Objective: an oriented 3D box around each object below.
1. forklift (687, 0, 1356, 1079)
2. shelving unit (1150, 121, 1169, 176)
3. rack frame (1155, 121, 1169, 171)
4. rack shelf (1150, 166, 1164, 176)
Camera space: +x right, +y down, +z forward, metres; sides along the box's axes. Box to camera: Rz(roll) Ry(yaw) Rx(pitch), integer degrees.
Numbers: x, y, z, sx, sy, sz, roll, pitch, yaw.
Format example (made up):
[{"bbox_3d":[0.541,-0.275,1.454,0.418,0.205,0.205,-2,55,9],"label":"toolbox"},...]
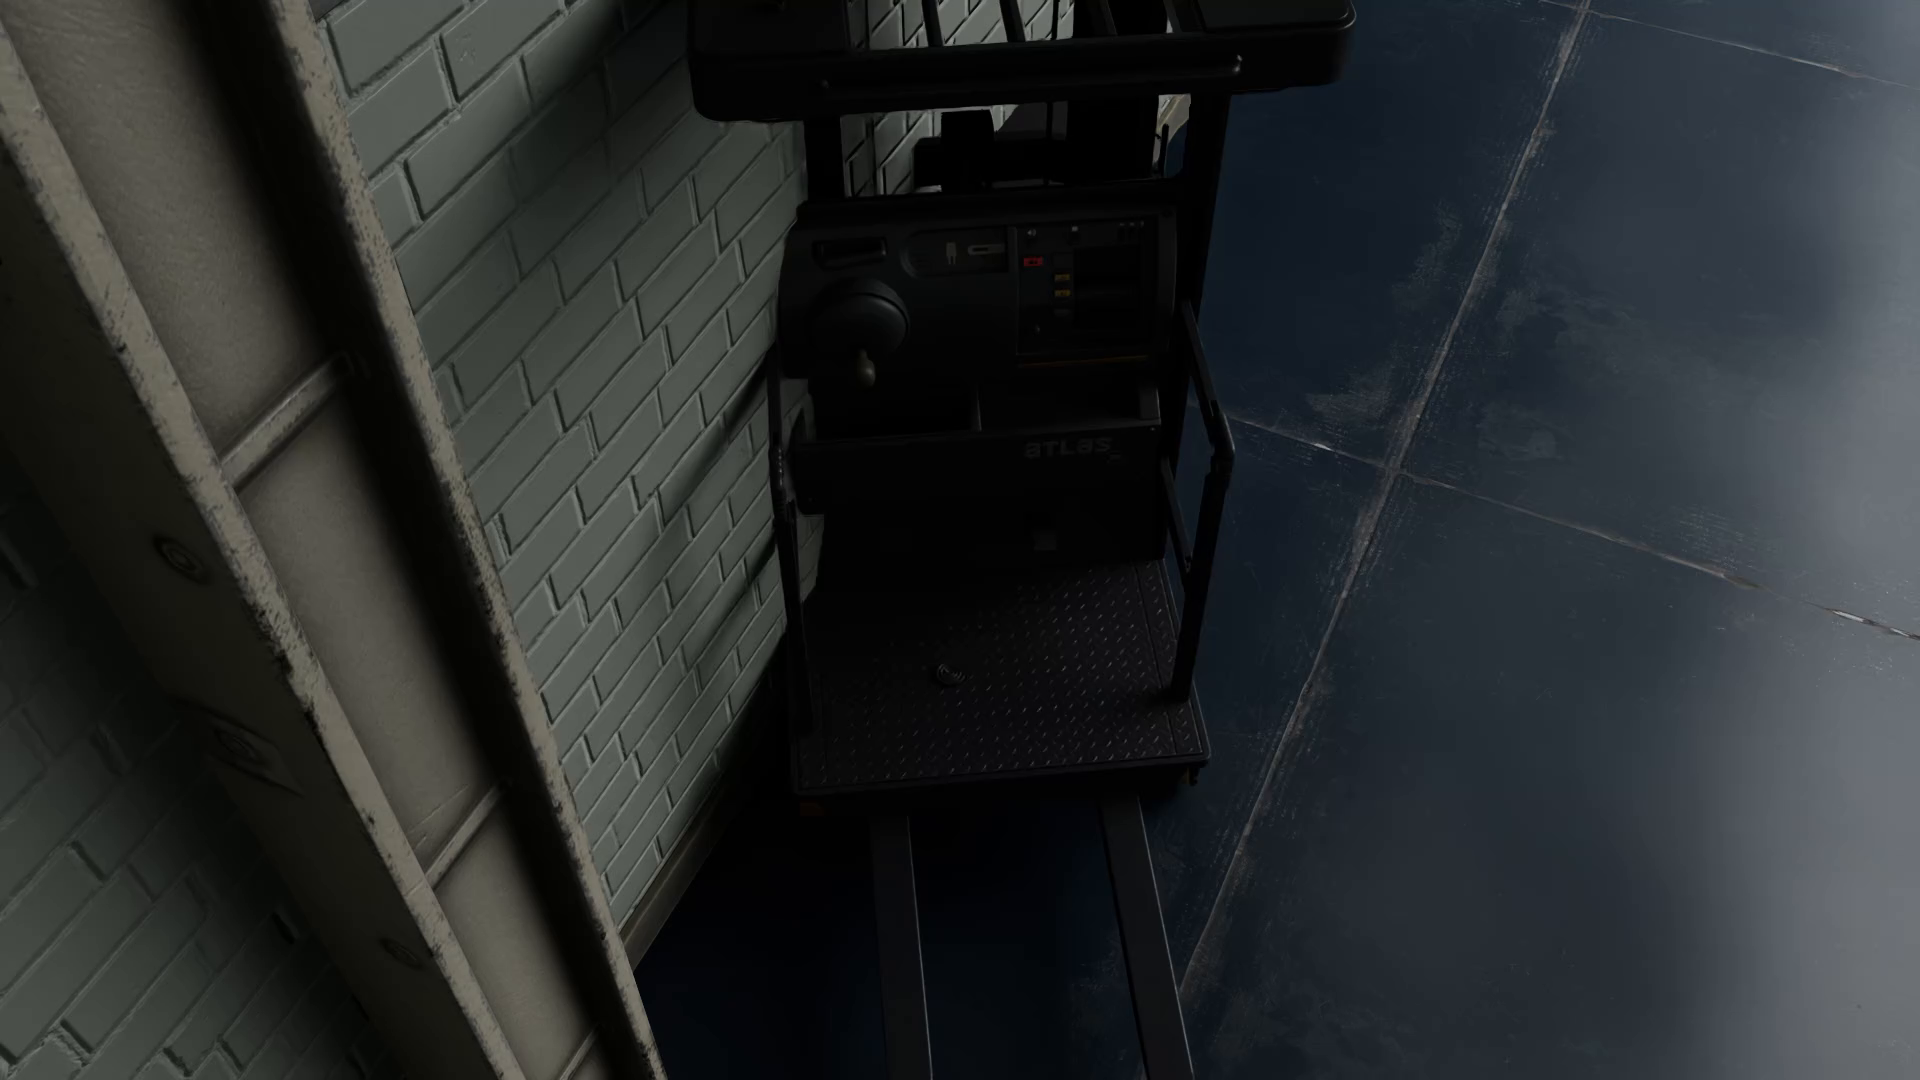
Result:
[{"bbox_3d":[0.064,-0.470,3.725,1.130,2.935,3.031,-4,50,-4],"label":"forklift"},{"bbox_3d":[0.493,-1.016,5.524,0.210,0.900,0.258,-35,58,-26],"label":"shelving unit"},{"bbox_3d":[0.568,-1.068,5.568,0.006,0.900,0.240,-35,58,-26],"label":"rack frame"},{"bbox_3d":[0.493,-1.169,5.343,0.200,0.077,0.258,-35,58,-26],"label":"rack shelf"}]
